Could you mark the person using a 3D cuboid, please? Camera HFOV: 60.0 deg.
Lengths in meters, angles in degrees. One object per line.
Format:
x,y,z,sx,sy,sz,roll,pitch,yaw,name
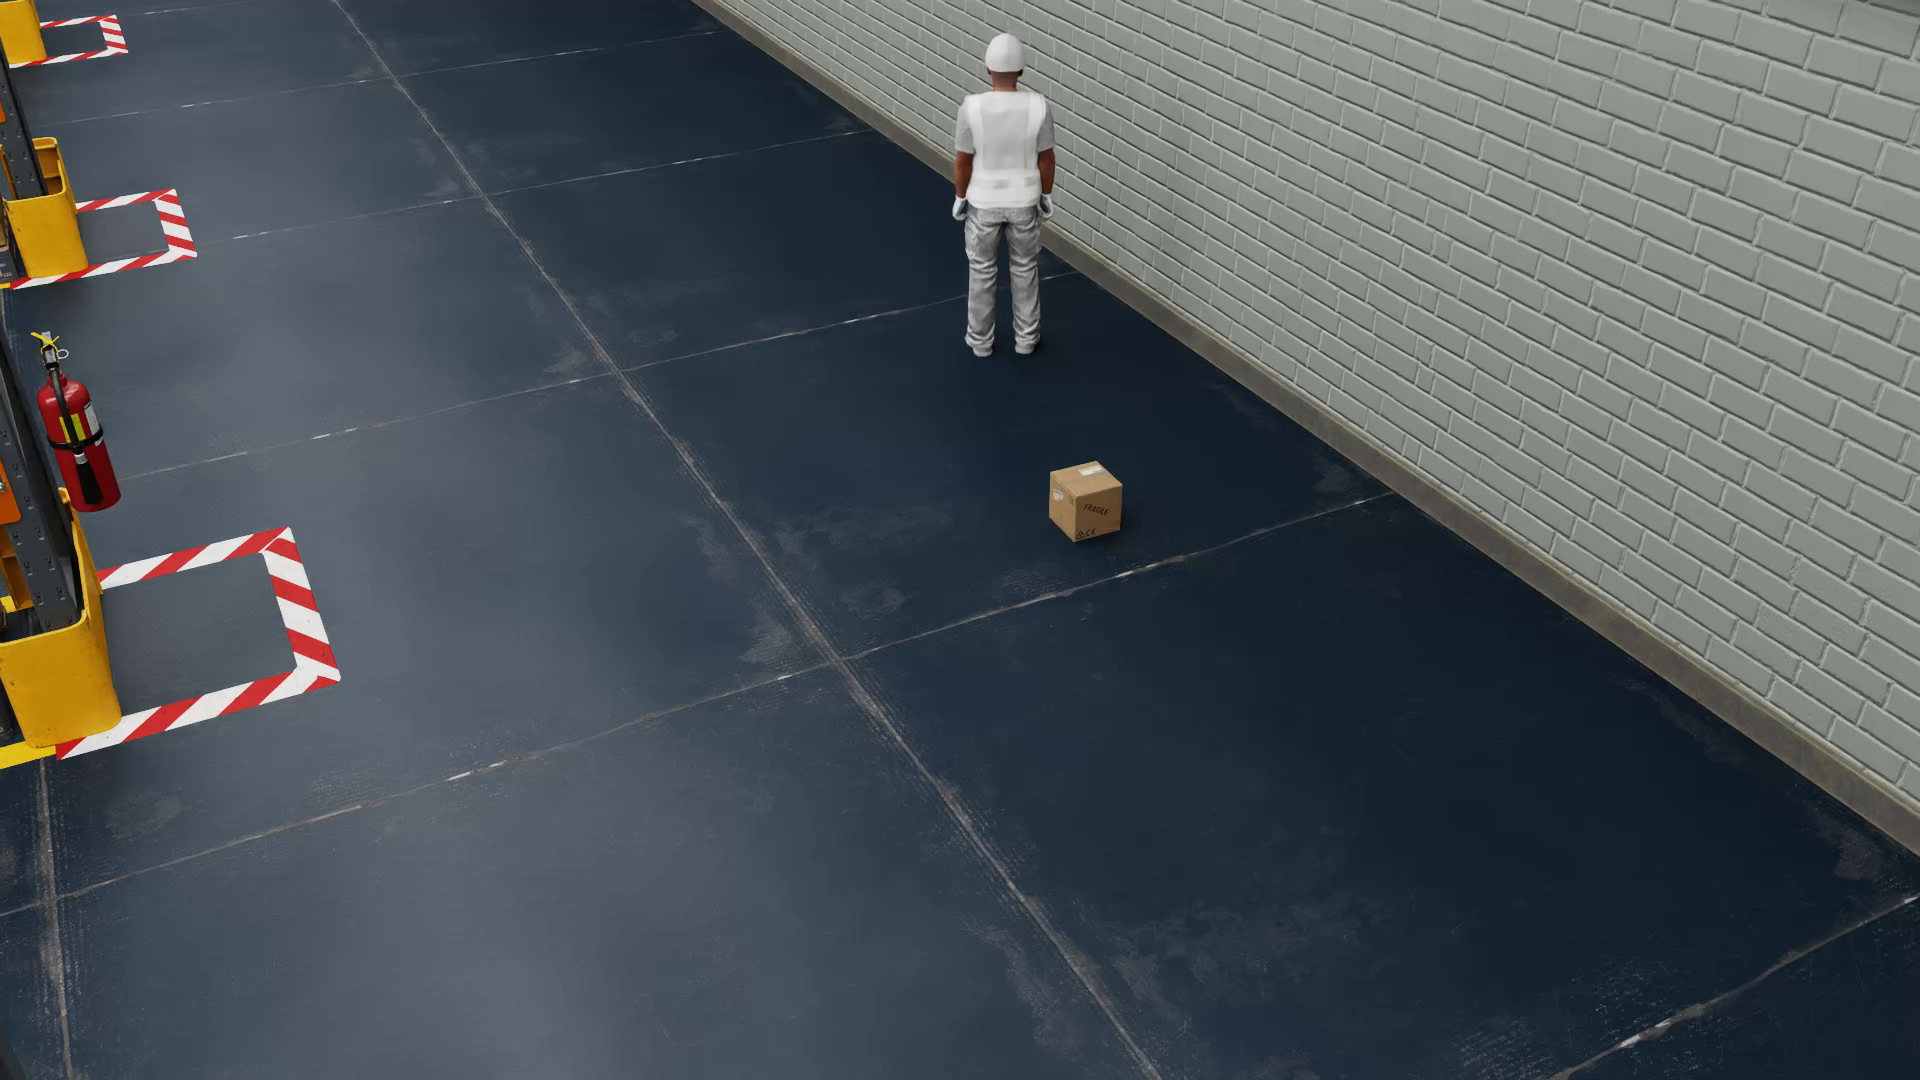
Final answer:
0.232,-1.844,8.981,0.552,1.789,0.386,-3,33,-4,person
